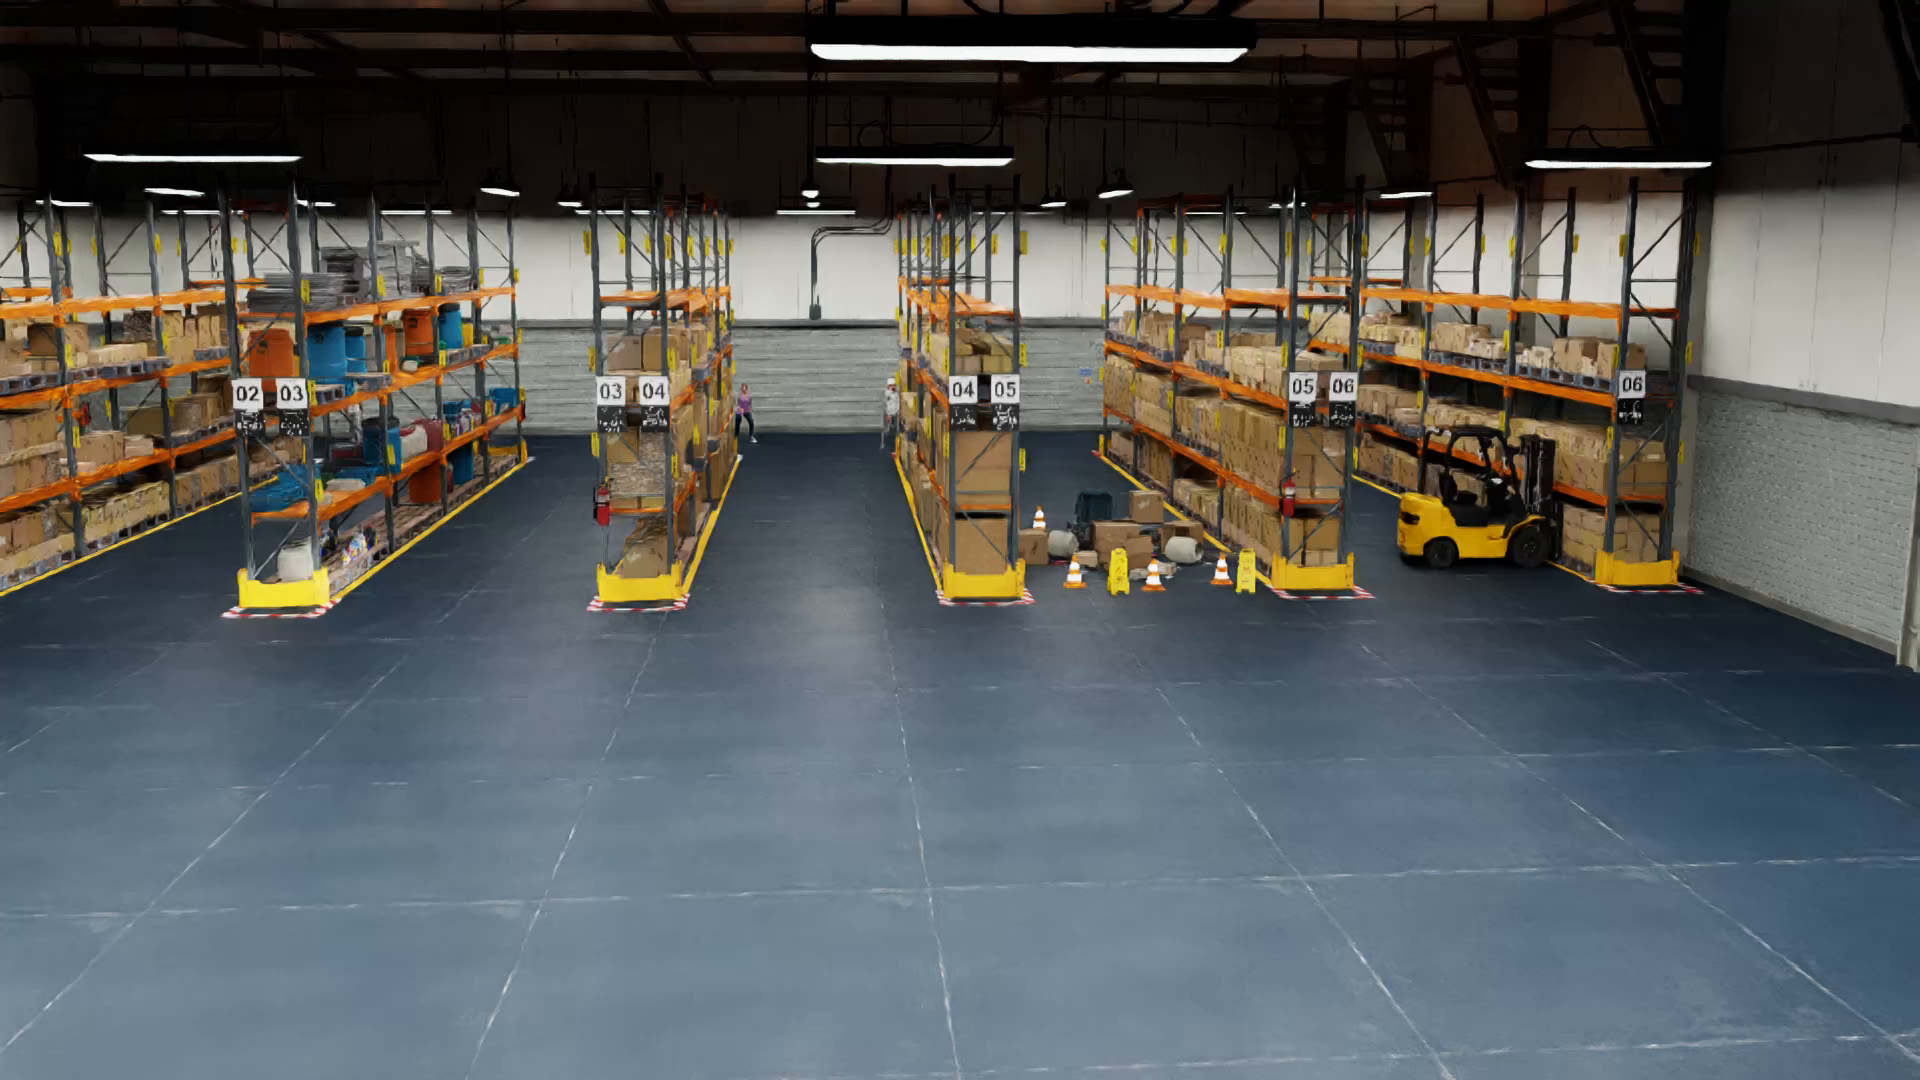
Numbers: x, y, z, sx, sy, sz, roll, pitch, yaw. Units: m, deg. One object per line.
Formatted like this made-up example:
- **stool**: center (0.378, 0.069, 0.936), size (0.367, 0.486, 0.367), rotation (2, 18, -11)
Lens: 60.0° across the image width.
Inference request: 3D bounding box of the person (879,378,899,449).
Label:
- **person**: center (-1.677, -3.161, 41.447), size (0.566, 1.762, 0.733), rotation (7, 12, 33)

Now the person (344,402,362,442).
- **person**: center (-15.573, -3.308, 42.667), size (0.448, 1.622, 0.996), rotation (-2, 10, -13)

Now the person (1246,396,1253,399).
- **person**: center (6.693, -2.724, 38.902), size (0.628, 1.769, 0.706), rotation (1, 10, 6)

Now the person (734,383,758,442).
- **person**: center (-5.594, -3.301, 42.916), size (0.543, 1.525, 0.786), rotation (-4, 11, -22)
